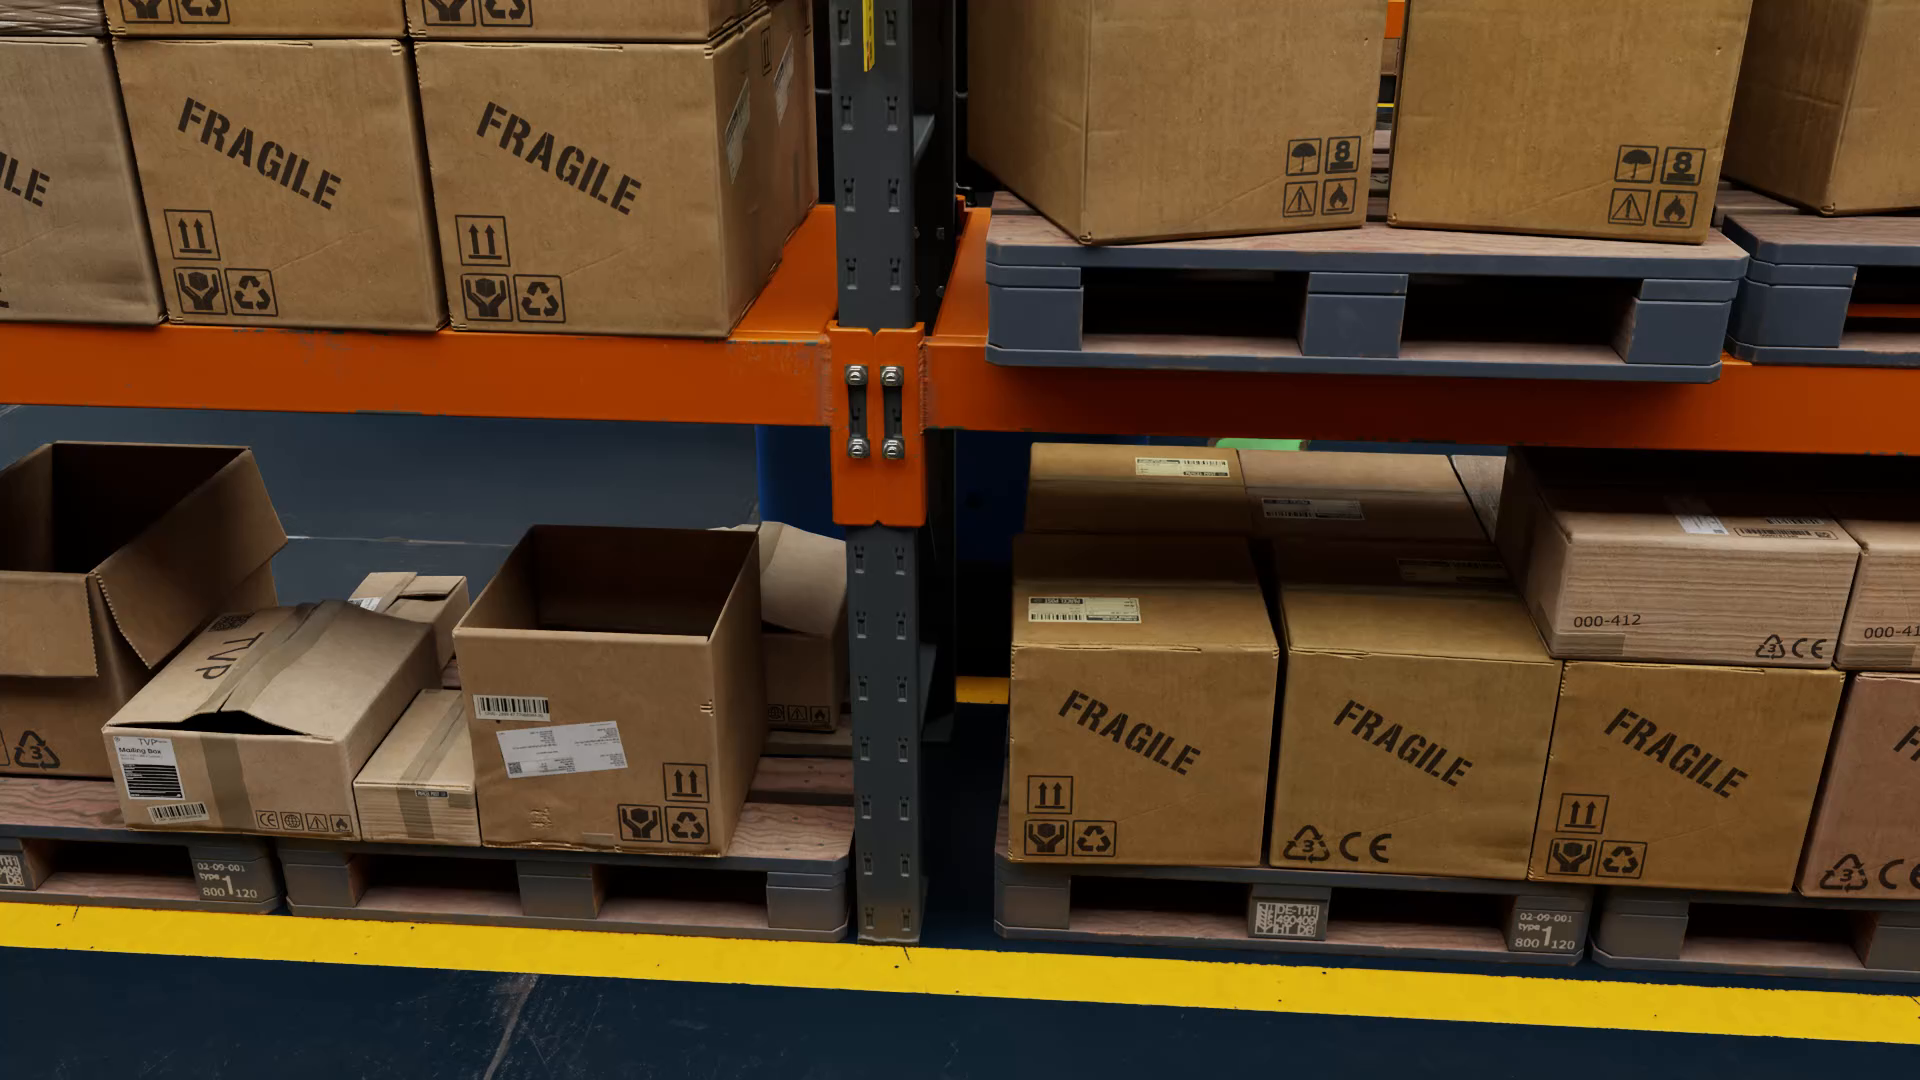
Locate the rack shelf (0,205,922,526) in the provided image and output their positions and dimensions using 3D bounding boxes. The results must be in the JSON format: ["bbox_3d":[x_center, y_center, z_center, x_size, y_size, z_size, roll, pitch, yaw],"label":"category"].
[{"bbox_3d":[-2.104,-0.471,3.545,4.000,0.370,1.077,2,25,4],"label":"rack shelf"}]

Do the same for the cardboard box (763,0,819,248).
[{"bbox_3d":[-0.597,-0.909,3.517,0.500,0.500,0.500,2,25,5],"label":"cardboard box"}]

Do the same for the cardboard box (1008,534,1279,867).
[{"bbox_3d":[0.354,0.319,3.432,0.500,0.500,0.500,1,25,2],"label":"cardboard box"}]

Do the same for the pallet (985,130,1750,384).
[{"bbox_3d":[0.678,-0.575,3.142,1.213,0.211,1.003,2,25,4],"label":"pallet"}]

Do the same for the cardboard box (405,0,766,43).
[{"bbox_3d":[-0.634,-1.142,2.827,0.500,0.500,0.500,2,25,4],"label":"cardboard box"}]

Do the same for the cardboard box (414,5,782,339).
[{"bbox_3d":[-0.628,-0.688,3.037,0.500,0.500,0.500,2,25,5],"label":"cardboard box"}]

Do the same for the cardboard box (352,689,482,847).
[{"bbox_3d":[-1.078,0.475,3.514,0.250,0.149,0.380,2,25,4],"label":"cardboard box"}]

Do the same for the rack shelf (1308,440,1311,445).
[{"bbox_3d":[0.818,-0.427,4.290,0.258,0.148,0.480,15,27,10],"label":"rack shelf"}]

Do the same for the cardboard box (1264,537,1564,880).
[{"bbox_3d":[0.886,0.332,3.405,0.500,0.500,0.500,2,25,5],"label":"cardboard box"}]

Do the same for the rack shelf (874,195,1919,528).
[{"bbox_3d":[1.884,-0.343,3.267,4.000,0.370,1.077,2,25,4],"label":"rack shelf"}]

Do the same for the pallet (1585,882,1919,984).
[{"bbox_3d":[1.924,0.581,3.734,1.213,0.211,1.003,2,25,4],"label":"pallet"}]

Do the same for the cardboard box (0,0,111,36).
[{"bbox_3d":[-1.647,-1.173,2.895,0.500,0.500,0.500,2,25,4],"label":"cardboard box"}]

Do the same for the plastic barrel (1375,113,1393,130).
[{"bbox_3d":[2.076,-1.756,7.952,0.421,0.512,0.421,0,25,0],"label":"plastic barrel"}]

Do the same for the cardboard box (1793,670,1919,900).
[{"bbox_3d":[1.888,0.367,3.328,0.500,0.500,0.500,1,25,2],"label":"cardboard box"}]

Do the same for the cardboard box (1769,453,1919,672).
[{"bbox_3d":[1.851,0.026,3.171,0.500,0.250,0.500,1,25,3],"label":"cardboard box"}]

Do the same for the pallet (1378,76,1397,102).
[{"bbox_3d":[2.647,-3.564,12.744,1.213,0.211,1.003,2,25,4],"label":"pallet"}]

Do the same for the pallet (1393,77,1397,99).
[{"bbox_3d":[3.860,-3.524,12.656,1.213,0.211,1.003,2,25,4],"label":"pallet"}]

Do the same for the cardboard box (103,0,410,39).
[{"bbox_3d":[-1.145,-1.157,2.860,0.500,0.500,0.500,1,25,3],"label":"cardboard box"}]

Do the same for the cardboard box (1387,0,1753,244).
[{"bbox_3d":[1.036,-0.866,2.921,0.500,0.500,0.700,6,25,12],"label":"cardboard box"}]

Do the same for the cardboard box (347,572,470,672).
[{"bbox_3d":[-1.375,0.227,4.032,0.250,0.166,0.380,2,25,4],"label":"cardboard box"}]

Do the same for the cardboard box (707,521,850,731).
[{"bbox_3d":[-0.512,0.184,3.951,0.500,0.311,0.500,2,25,4],"label":"cardboard box"}]

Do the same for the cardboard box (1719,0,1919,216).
[{"bbox_3d":[1.656,-0.939,3.080,0.500,0.500,0.700,-4,25,-9],"label":"cardboard box"}]

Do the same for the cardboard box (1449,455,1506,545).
[{"bbox_3d":[1.396,0.134,3.835,0.500,0.500,0.500,2,25,5],"label":"cardboard box"}]

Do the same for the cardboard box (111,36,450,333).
[{"bbox_3d":[-1.142,-0.704,3.072,0.500,0.500,0.500,3,25,5],"label":"cardboard box"}]

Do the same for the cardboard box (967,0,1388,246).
[{"bbox_3d":[0.345,-0.861,2.912,0.500,0.500,0.700,-6,25,-14],"label":"cardboard box"}]

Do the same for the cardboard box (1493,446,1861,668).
[{"bbox_3d":[1.351,0.010,3.206,0.500,0.250,0.500,2,25,4],"label":"cardboard box"}]

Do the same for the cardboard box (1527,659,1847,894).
[{"bbox_3d":[1.384,0.351,3.364,0.500,0.500,0.500,2,25,5],"label":"cardboard box"}]

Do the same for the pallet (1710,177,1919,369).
[{"bbox_3d":[1.939,-0.579,3.149,1.213,0.211,1.003,2,25,4],"label":"pallet"}]

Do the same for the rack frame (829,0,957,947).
[{"bbox_3d":[-0.110,-0.734,3.256,0.127,3.000,1.000,2,25,4],"label":"rack frame"}]

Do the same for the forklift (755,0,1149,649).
[{"bbox_3d":[0.019,-1.610,5.242,1.130,2.935,3.031,1,25,1],"label":"forklift"}]

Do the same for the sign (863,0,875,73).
[{"bbox_3d":[-0.144,-0.900,2.583,0.005,0.325,0.100,2,25,4],"label":"sign"}]

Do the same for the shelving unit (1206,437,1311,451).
[{"bbox_3d":[0.790,-0.272,4.369,0.258,1.200,0.503,15,27,10],"label":"shelving unit"}]

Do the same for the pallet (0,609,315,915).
[{"bbox_3d":[-2.014,0.473,3.970,1.213,0.211,1.003,2,25,4],"label":"pallet"}]

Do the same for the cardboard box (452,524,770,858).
[{"bbox_3d":[-0.700,0.302,3.469,0.500,0.500,0.500,2,25,4],"label":"cardboard box"}]

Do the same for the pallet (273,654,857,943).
[{"bbox_3d":[-0.795,0.511,3.888,1.213,0.211,1.003,2,25,4],"label":"pallet"}]

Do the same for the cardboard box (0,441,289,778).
[{"bbox_3d":[-1.984,0.143,3.812,0.637,0.503,0.797,2,25,4],"label":"cardboard box"}]

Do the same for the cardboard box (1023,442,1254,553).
[{"bbox_3d":[0.404,0.098,3.912,0.500,0.500,0.500,2,25,4],"label":"cardboard box"}]

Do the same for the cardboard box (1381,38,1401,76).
[{"bbox_3d":[3.066,-4.022,12.443,0.875,0.875,1.225,2,25,4],"label":"cardboard box"}]

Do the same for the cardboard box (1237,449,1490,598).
[{"bbox_3d":[0.896,0.118,3.870,0.500,0.500,0.500,2,25,4],"label":"cardboard box"}]

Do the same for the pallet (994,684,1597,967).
[{"bbox_3d":[0.704,0.543,3.817,1.213,0.211,1.003,2,25,4],"label":"pallet"}]

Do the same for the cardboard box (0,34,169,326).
[{"bbox_3d":[-1.655,-0.720,3.106,0.500,0.500,0.500,2,25,5],"label":"cardboard box"}]

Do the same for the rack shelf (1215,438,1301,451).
[{"bbox_3d":[0.780,-0.216,4.398,0.258,0.148,0.480,15,27,10],"label":"rack shelf"}]

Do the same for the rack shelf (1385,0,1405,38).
[{"bbox_3d":[2.267,-2.407,7.754,4.000,0.370,1.077,2,25,4],"label":"rack shelf"}]

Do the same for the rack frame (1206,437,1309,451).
[{"bbox_3d":[0.726,-0.174,4.156,0.240,1.200,0.015,15,27,10],"label":"rack frame"}]

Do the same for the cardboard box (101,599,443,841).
[{"bbox_3d":[-1.448,0.364,3.561,0.500,0.311,0.500,2,25,4],"label":"cardboard box"}]

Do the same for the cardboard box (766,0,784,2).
[{"bbox_3d":[-0.558,-1.366,3.314,0.500,0.500,0.500,2,25,5],"label":"cardboard box"}]
